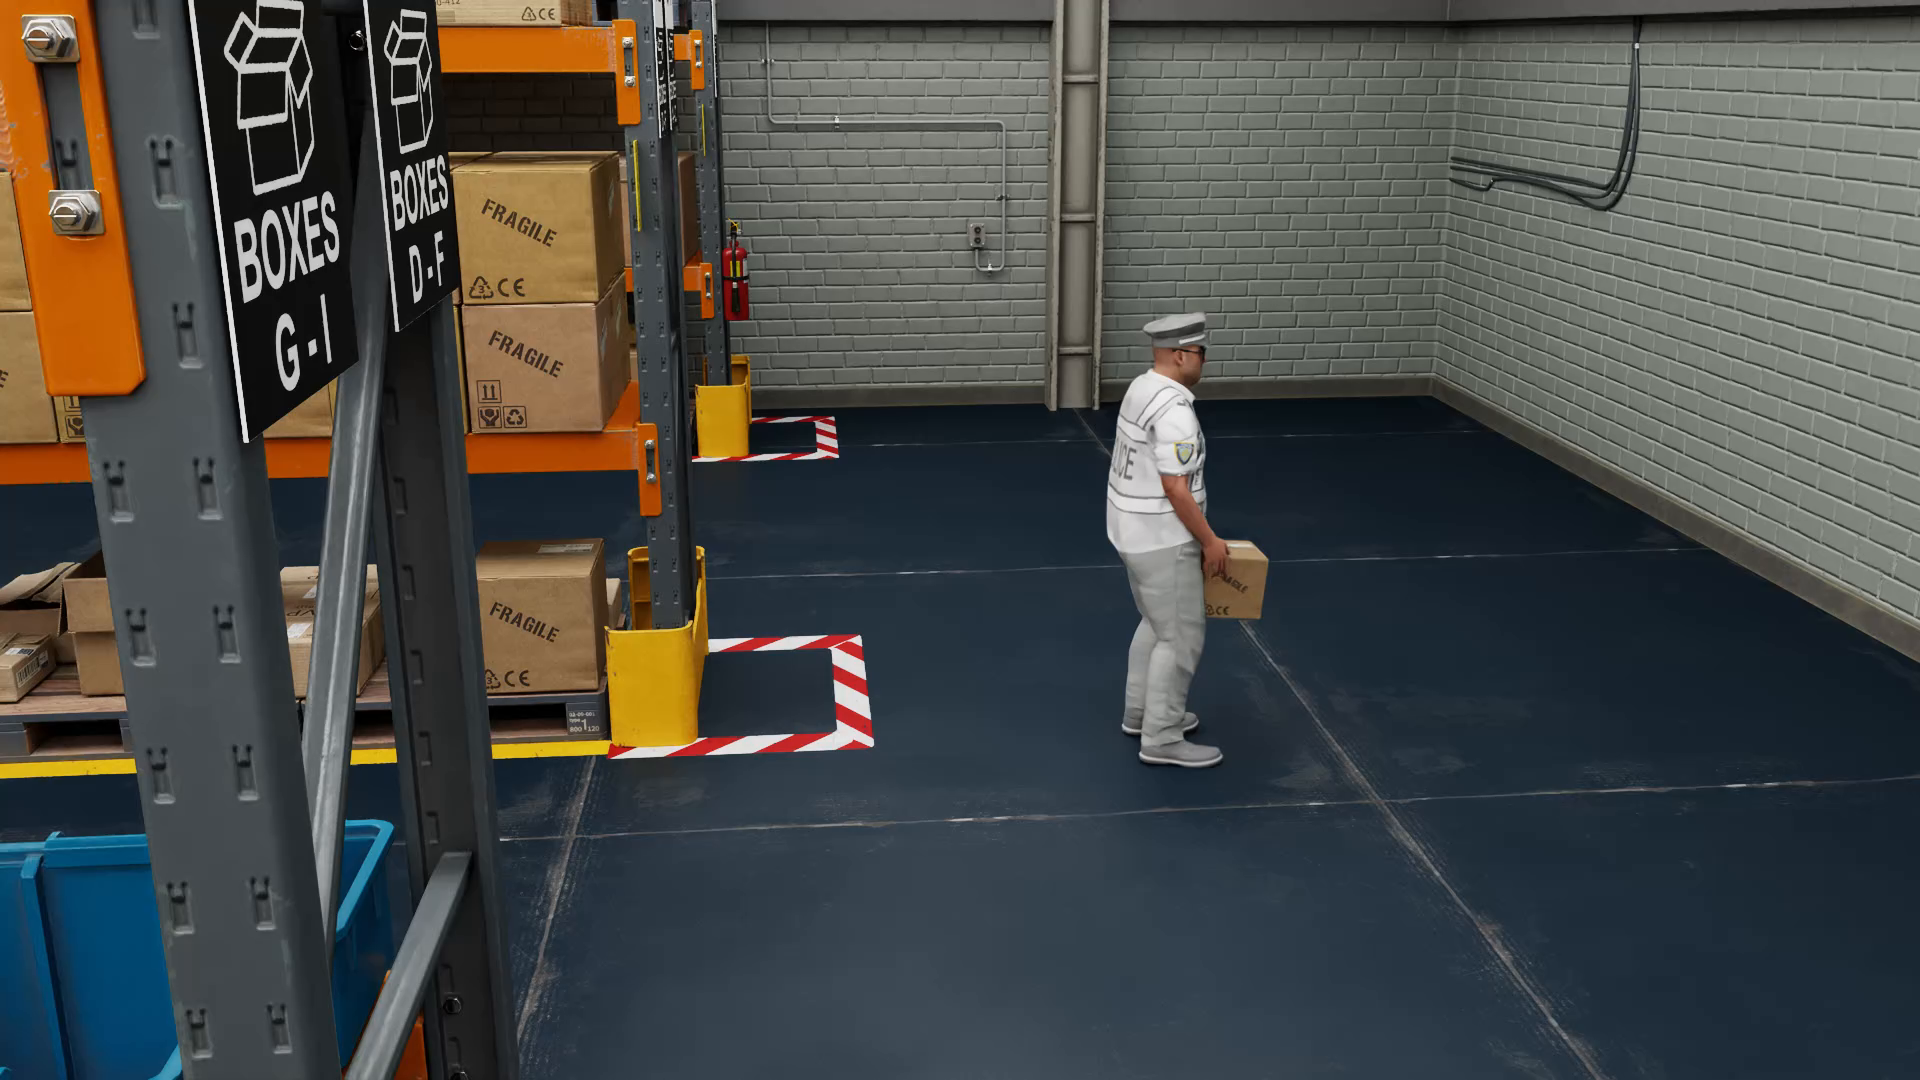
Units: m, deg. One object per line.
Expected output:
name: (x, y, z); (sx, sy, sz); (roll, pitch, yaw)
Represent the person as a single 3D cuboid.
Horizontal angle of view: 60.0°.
person: (0.809, -0.014, 6.546); (0.444, 1.763, 0.547); (-2, 17, -7)
